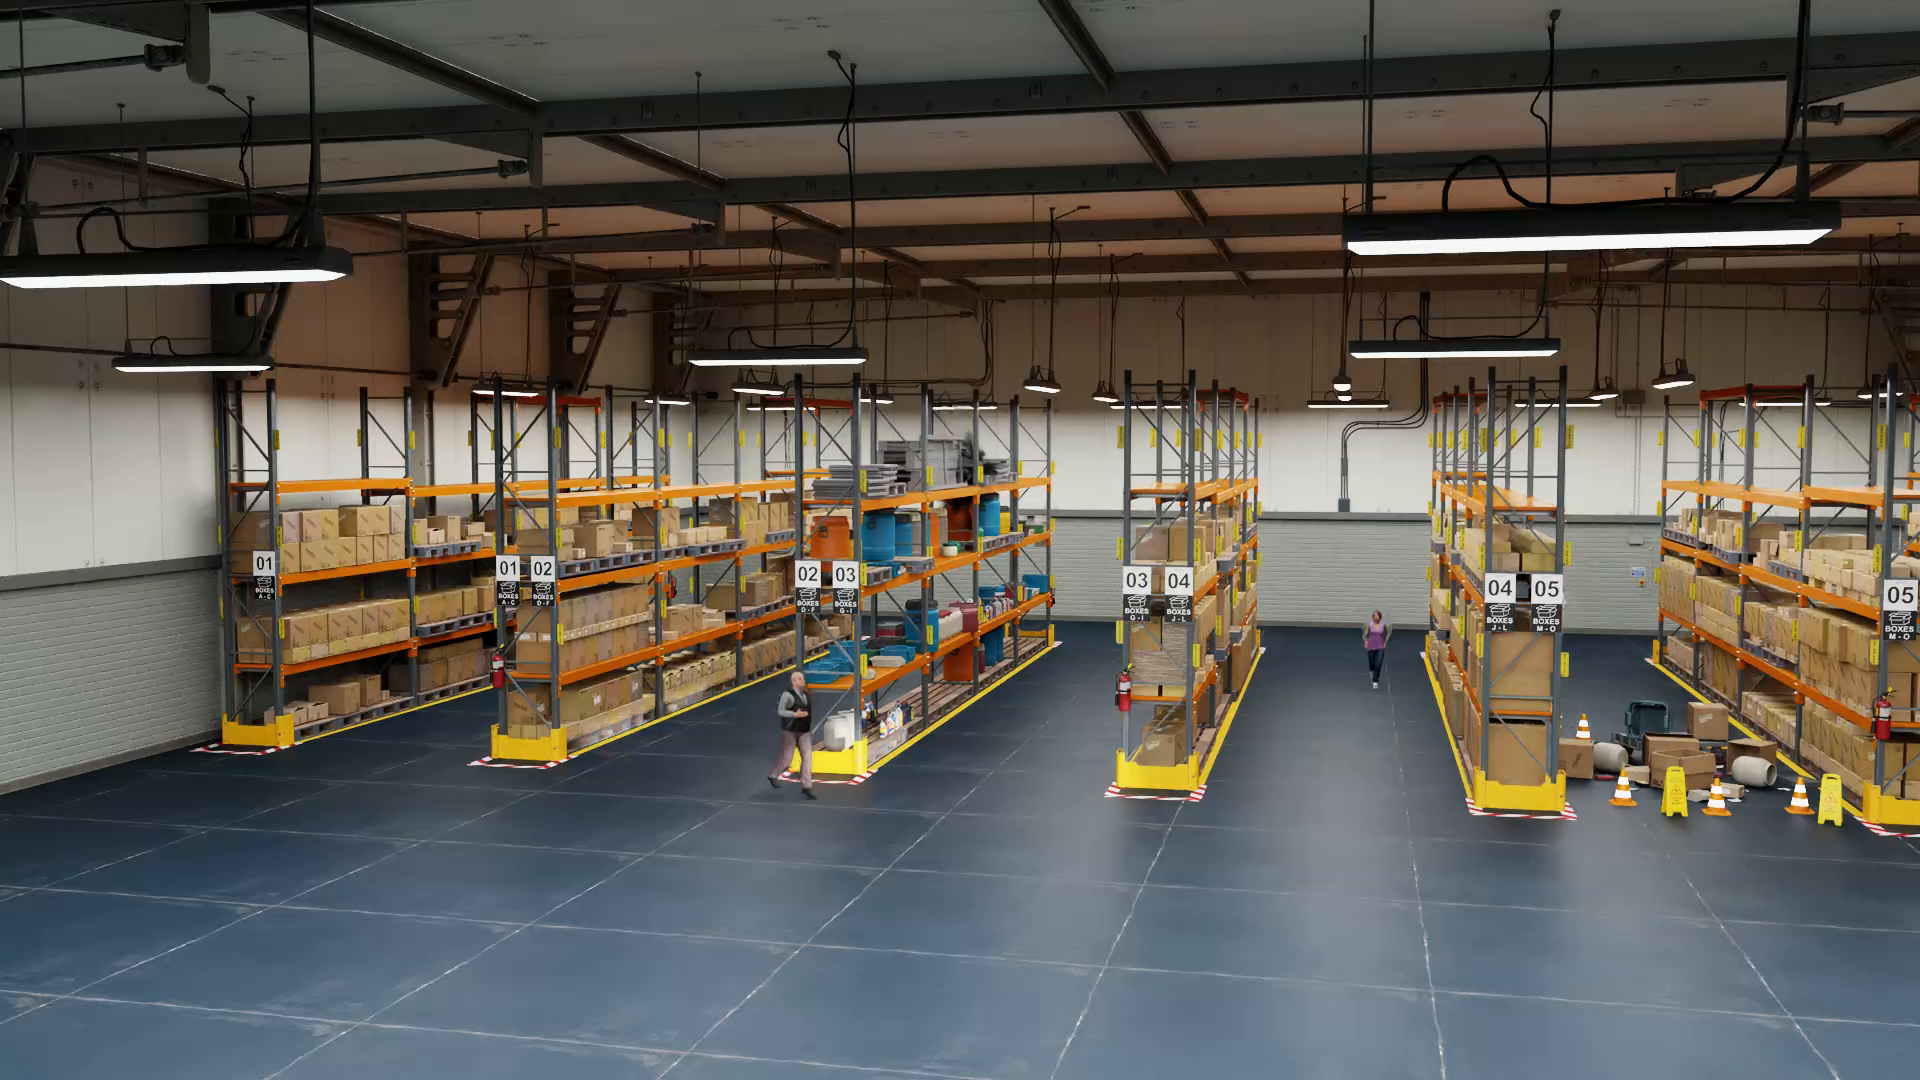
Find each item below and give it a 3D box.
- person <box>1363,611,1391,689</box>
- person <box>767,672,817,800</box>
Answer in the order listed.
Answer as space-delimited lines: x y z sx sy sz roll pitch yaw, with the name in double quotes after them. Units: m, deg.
8.468 2.210 33.797 0.545 1.564 0.623 1 4 14 "person"
-2.307 2.735 23.430 0.900 1.752 0.664 3 5 44 "person"
